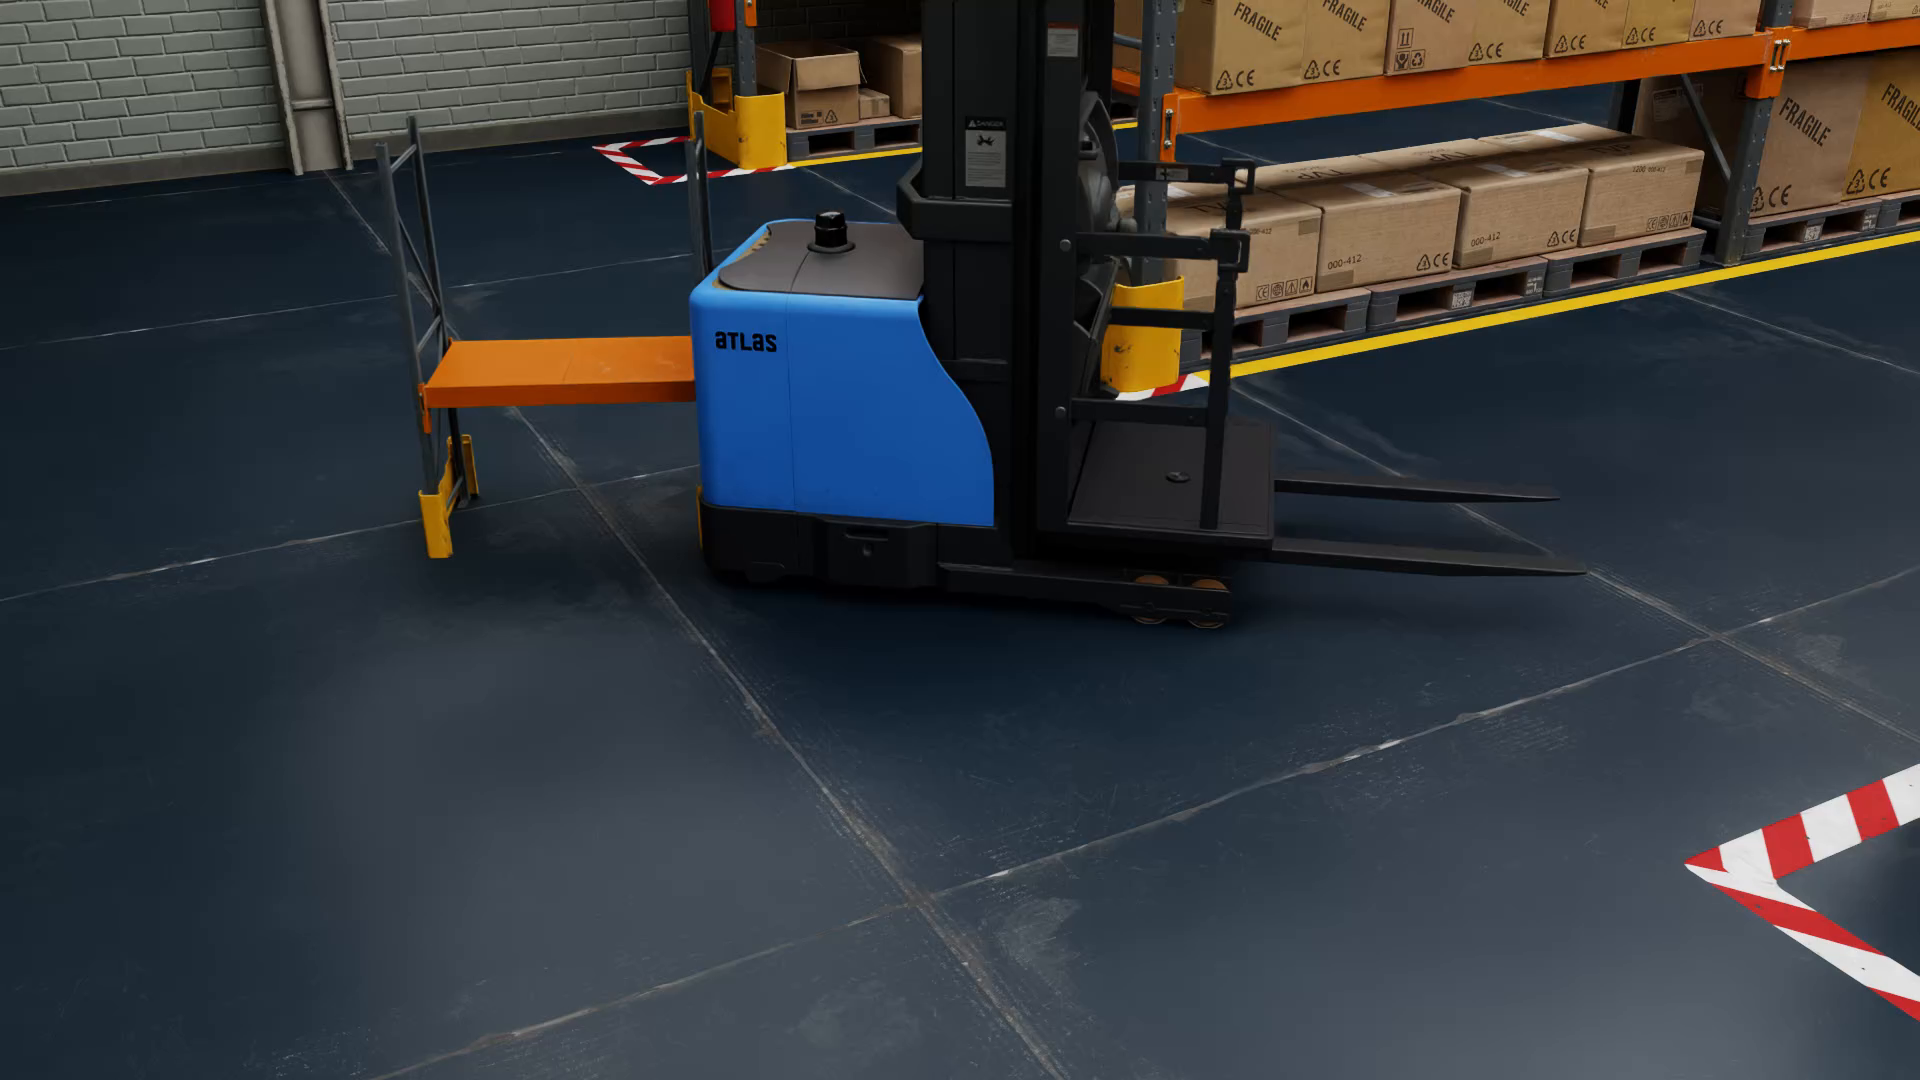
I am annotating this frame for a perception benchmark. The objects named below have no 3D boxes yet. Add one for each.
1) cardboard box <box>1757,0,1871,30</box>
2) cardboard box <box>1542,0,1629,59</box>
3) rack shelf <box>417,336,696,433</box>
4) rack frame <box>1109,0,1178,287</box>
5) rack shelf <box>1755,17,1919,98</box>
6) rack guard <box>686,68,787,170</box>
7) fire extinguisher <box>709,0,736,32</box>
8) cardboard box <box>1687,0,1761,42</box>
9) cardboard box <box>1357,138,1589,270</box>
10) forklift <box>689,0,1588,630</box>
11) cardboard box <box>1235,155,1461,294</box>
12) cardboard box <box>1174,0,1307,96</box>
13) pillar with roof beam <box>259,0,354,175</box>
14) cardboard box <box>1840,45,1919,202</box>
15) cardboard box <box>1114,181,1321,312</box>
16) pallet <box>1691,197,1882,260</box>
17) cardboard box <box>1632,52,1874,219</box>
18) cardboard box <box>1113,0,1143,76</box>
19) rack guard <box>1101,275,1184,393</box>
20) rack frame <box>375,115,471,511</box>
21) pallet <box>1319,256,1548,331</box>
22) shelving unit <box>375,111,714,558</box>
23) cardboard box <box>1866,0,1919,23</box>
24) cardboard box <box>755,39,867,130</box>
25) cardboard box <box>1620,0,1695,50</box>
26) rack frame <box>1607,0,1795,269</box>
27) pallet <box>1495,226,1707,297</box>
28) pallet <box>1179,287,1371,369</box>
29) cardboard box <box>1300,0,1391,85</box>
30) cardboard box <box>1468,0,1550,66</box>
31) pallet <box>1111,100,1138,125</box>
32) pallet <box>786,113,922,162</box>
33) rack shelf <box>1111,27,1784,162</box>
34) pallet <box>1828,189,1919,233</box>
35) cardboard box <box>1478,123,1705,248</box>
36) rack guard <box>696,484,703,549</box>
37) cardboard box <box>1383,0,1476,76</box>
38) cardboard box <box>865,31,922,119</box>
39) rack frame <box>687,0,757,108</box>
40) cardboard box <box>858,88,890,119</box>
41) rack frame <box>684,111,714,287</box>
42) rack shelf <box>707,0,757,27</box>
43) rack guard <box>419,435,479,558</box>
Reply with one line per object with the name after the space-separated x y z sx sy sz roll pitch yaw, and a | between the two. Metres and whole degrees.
4.685 -3.019 9.246 0.500 0.250 0.500 -14 29 -26 | cardboard box
2.995 -2.736 8.368 0.500 0.500 0.500 -13 29 -26 | cardboard box
-1.433 -0.591 6.163 1.000 0.185 0.538 -2 26 -4 | rack shelf
0.643 -2.283 7.540 0.127 3.000 1.000 -13 29 -25 | rack frame
5.937 -3.181 10.241 4.000 0.370 1.077 -13 29 -25 | rack shelf
-1.629 -3.067 12.060 0.348 0.500 1.175 -13 29 -25 | rack guard
-1.608 -3.769 11.154 0.183 0.674 0.296 -13 29 -25 | fire extinguisher
3.883 -2.951 8.815 0.500 0.500 0.500 -13 28 -25 | cardboard box
2.778 -1.863 9.139 0.875 0.438 0.875 -14 29 -27 | cardboard box
0.648 -1.268 5.505 3.031 2.935 1.130 4 26 9 | forklift
1.982 -1.680 8.758 0.875 0.438 0.875 -12 28 -24 | cardboard box
1.202 -2.317 7.494 0.500 0.500 0.500 -13 29 -25 | cardboard box
-2.474 -5.034 6.337 0.400 9.000 9.100 -13 29 -25 | pillar with roof beam
5.475 -2.673 10.322 0.875 0.875 0.875 -12 28 -24 | cardboard box
1.178 -1.490 8.363 0.875 0.438 0.875 -14 29 -27 | cardboard box
4.818 -2.027 10.228 1.213 0.211 1.003 -13 29 -25 | pallet
4.682 -2.486 9.933 0.875 0.875 0.875 -12 28 -24 | cardboard box
0.944 -2.528 7.934 0.500 0.500 0.500 -13 28 -25 | cardboard box
0.622 -1.152 8.071 0.348 0.500 1.175 -13 29 -25 | rack guard
-1.940 -0.737 6.052 0.032 1.500 0.500 -2 26 -4 | rack frame
2.387 -1.466 9.059 1.213 0.211 1.003 -13 29 -25 | pallet
-1.442 -0.753 6.085 1.083 1.500 0.587 -2 26 -4 | shelving unit
5.141 -3.125 9.467 0.500 0.250 0.500 -14 29 -26 | cardboard box
-1.112 -3.331 12.120 0.637 0.503 0.797 -14 29 -27 | cardboard box
3.432 -2.844 8.593 0.500 0.500 0.500 -14 29 -26 | cardboard box
4.172 -3.098 9.237 0.127 3.000 1.000 -13 29 -25 | rack frame
3.465 -1.716 9.580 1.213 0.211 1.003 -13 29 -25 | pallet
1.312 -1.219 8.545 1.213 0.211 1.003 -13 29 -25 | pallet
1.635 -2.430 7.731 0.500 0.500 0.500 -13 29 -26 | cardboard box
2.526 -2.635 8.158 0.500 0.500 0.500 -12 28 -23 | cardboard box
1.227 -3.596 13.497 1.213 0.211 1.003 -13 29 -25 | pallet
-0.926 -3.099 12.462 1.213 0.211 1.003 -13 29 -25 | pallet
2.408 -2.366 8.544 4.000 0.370 1.077 -13 29 -25 | rack shelf
5.896 -2.277 10.749 1.213 0.211 1.003 -13 29 -25 | pallet
3.568 -2.045 9.520 0.875 0.438 0.875 -13 29 -26 | cardboard box
-0.946 -0.205 6.388 0.087 0.250 0.587 -2 26 -4 | rack guard
2.092 -2.527 7.932 0.500 0.500 0.500 -13 29 -25 | cardboard box
-0.339 -3.488 12.453 0.500 0.500 0.700 -12 28 -23 | cardboard box
-1.696 -4.178 11.487 0.127 3.000 1.000 -13 29 -25 | rack frame
-0.719 -3.242 12.346 0.250 0.149 0.380 -14 29 -27 | cardboard box
-0.926 -0.769 6.119 0.032 1.500 0.500 -2 26 -4 | rack frame
0.069 -4.261 12.491 4.000 0.370 1.077 -13 29 -25 | rack shelf
-1.939 -0.173 6.322 0.087 0.250 0.587 -2 26 -4 | rack guard
